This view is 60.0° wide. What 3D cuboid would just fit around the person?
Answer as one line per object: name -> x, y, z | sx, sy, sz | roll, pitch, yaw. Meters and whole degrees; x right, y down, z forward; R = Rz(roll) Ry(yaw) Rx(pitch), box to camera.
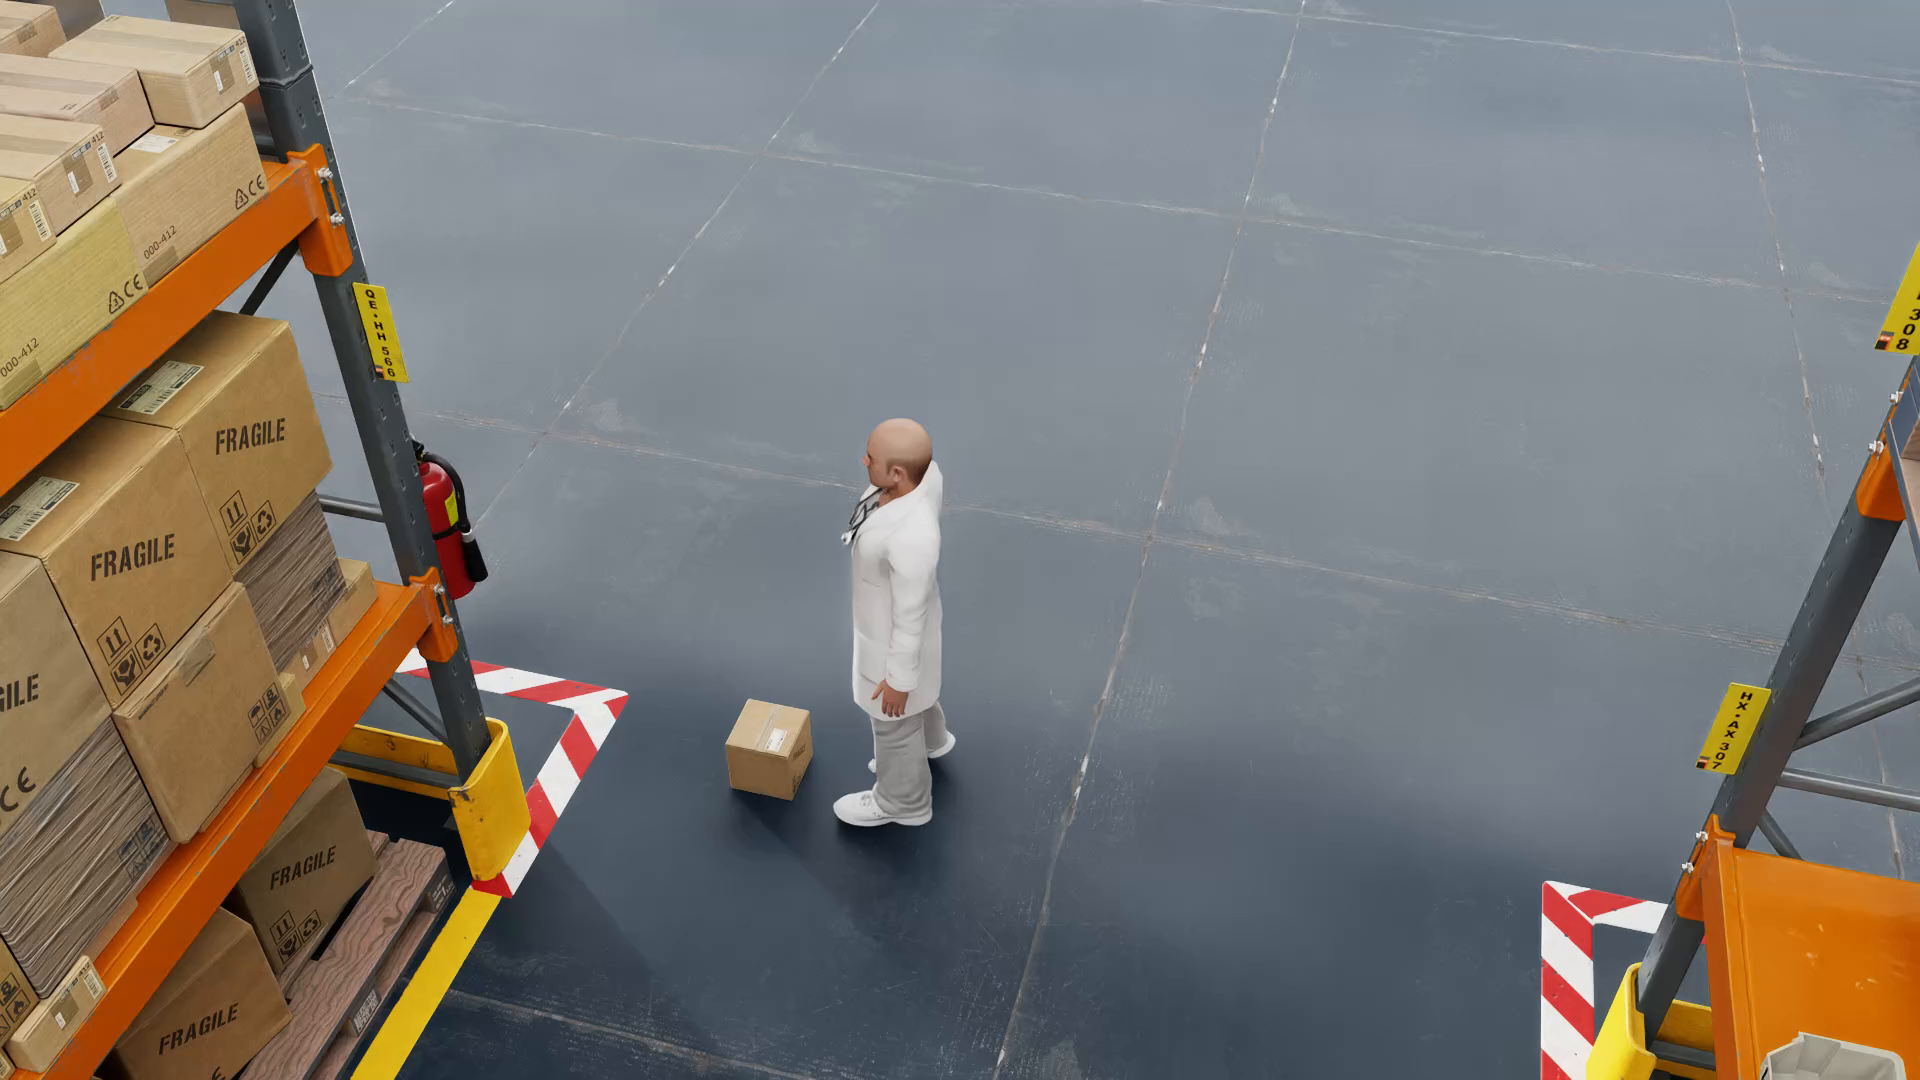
person -> -0.251, 0.338, 5.797 | 0.447, 1.839, 0.627 | 1, 40, 2
